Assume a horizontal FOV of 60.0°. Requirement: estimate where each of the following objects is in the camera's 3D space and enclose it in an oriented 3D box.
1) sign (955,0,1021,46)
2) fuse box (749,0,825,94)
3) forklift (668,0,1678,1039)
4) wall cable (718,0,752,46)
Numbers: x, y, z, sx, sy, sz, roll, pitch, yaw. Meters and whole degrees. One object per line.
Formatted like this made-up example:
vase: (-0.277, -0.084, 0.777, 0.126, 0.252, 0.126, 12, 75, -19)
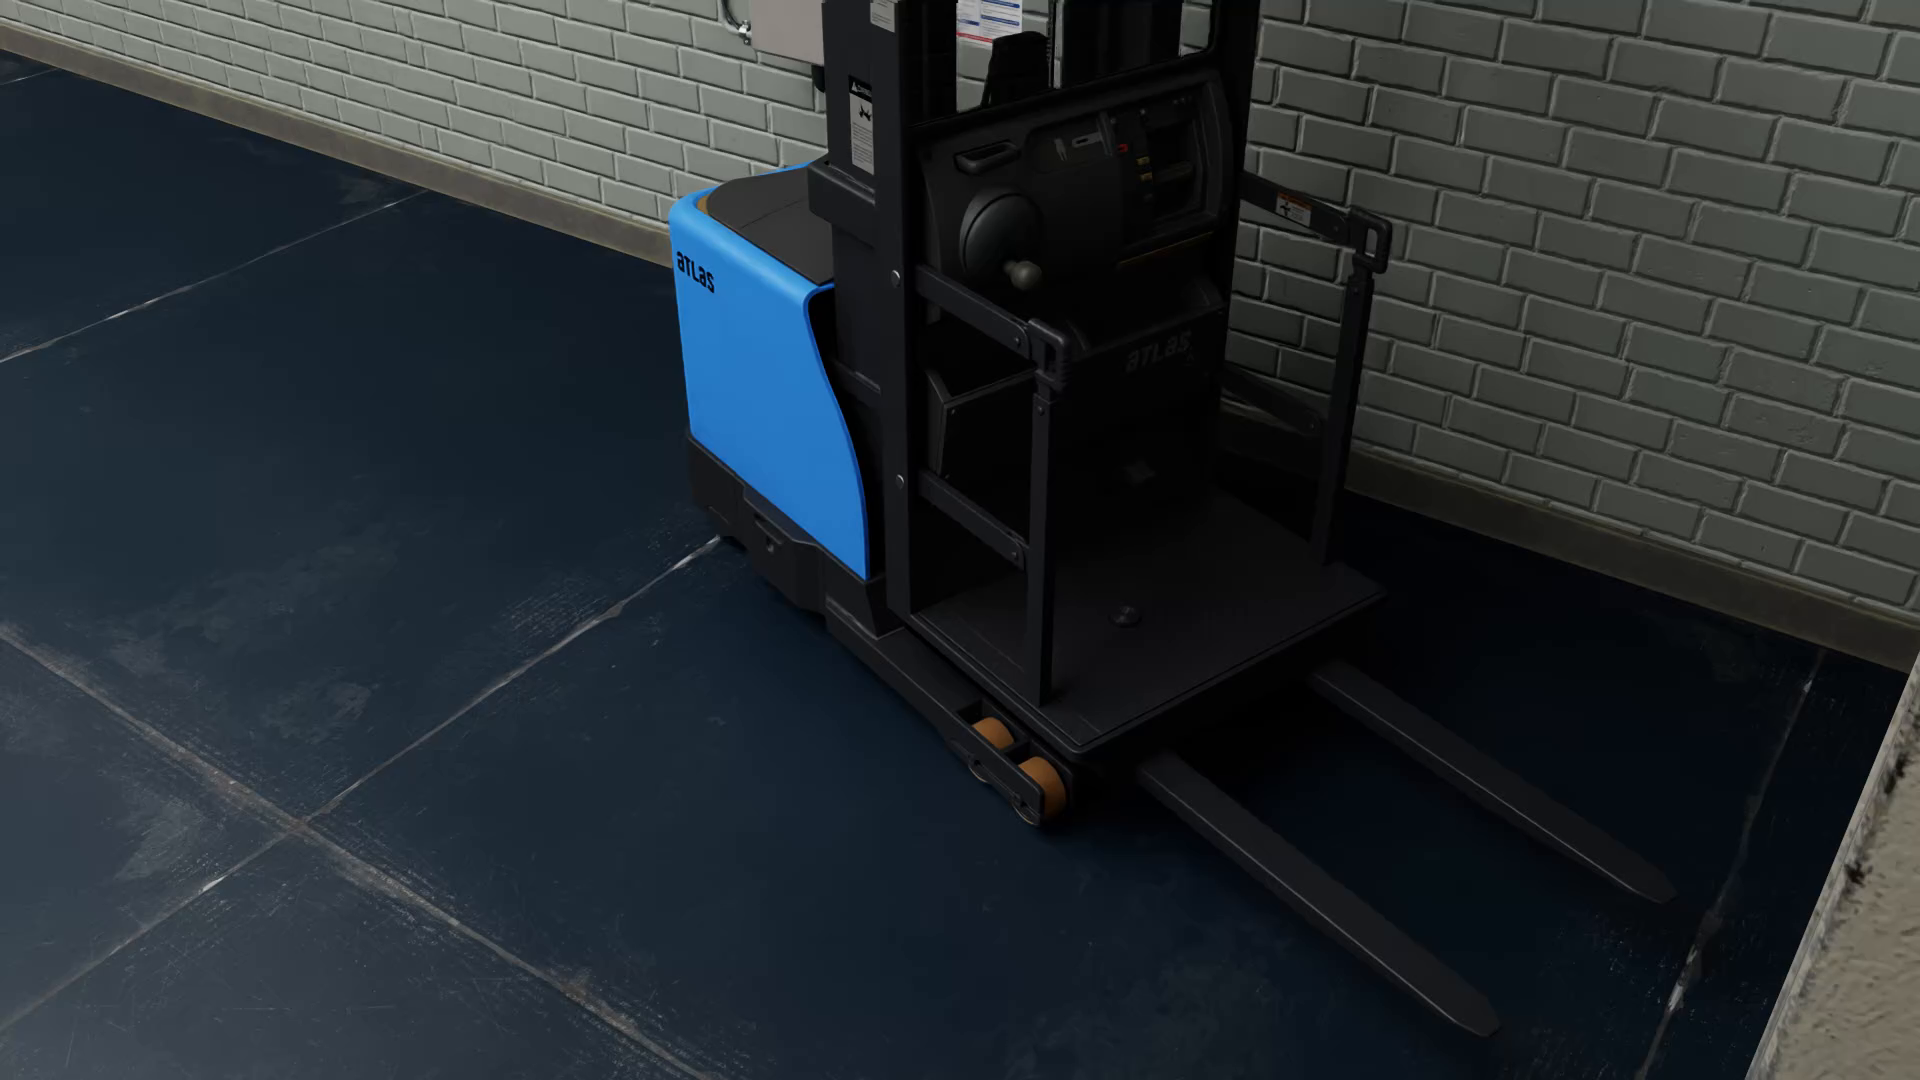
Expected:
sign: (0.063, -1.861, 5.408, 0.329, 0.494, 0.001, 21, 39, 28)
fuse box: (-0.461, -1.429, 5.835, 0.539, 1.711, 0.414, 21, 39, 28)
forklift: (0.424, -0.812, 3.835, 1.130, 2.935, 3.031, -23, 40, -30)
wall cable: (-0.932, -2.674, 5.619, 0.588, 1.984, 0.122, 21, 39, 28)
